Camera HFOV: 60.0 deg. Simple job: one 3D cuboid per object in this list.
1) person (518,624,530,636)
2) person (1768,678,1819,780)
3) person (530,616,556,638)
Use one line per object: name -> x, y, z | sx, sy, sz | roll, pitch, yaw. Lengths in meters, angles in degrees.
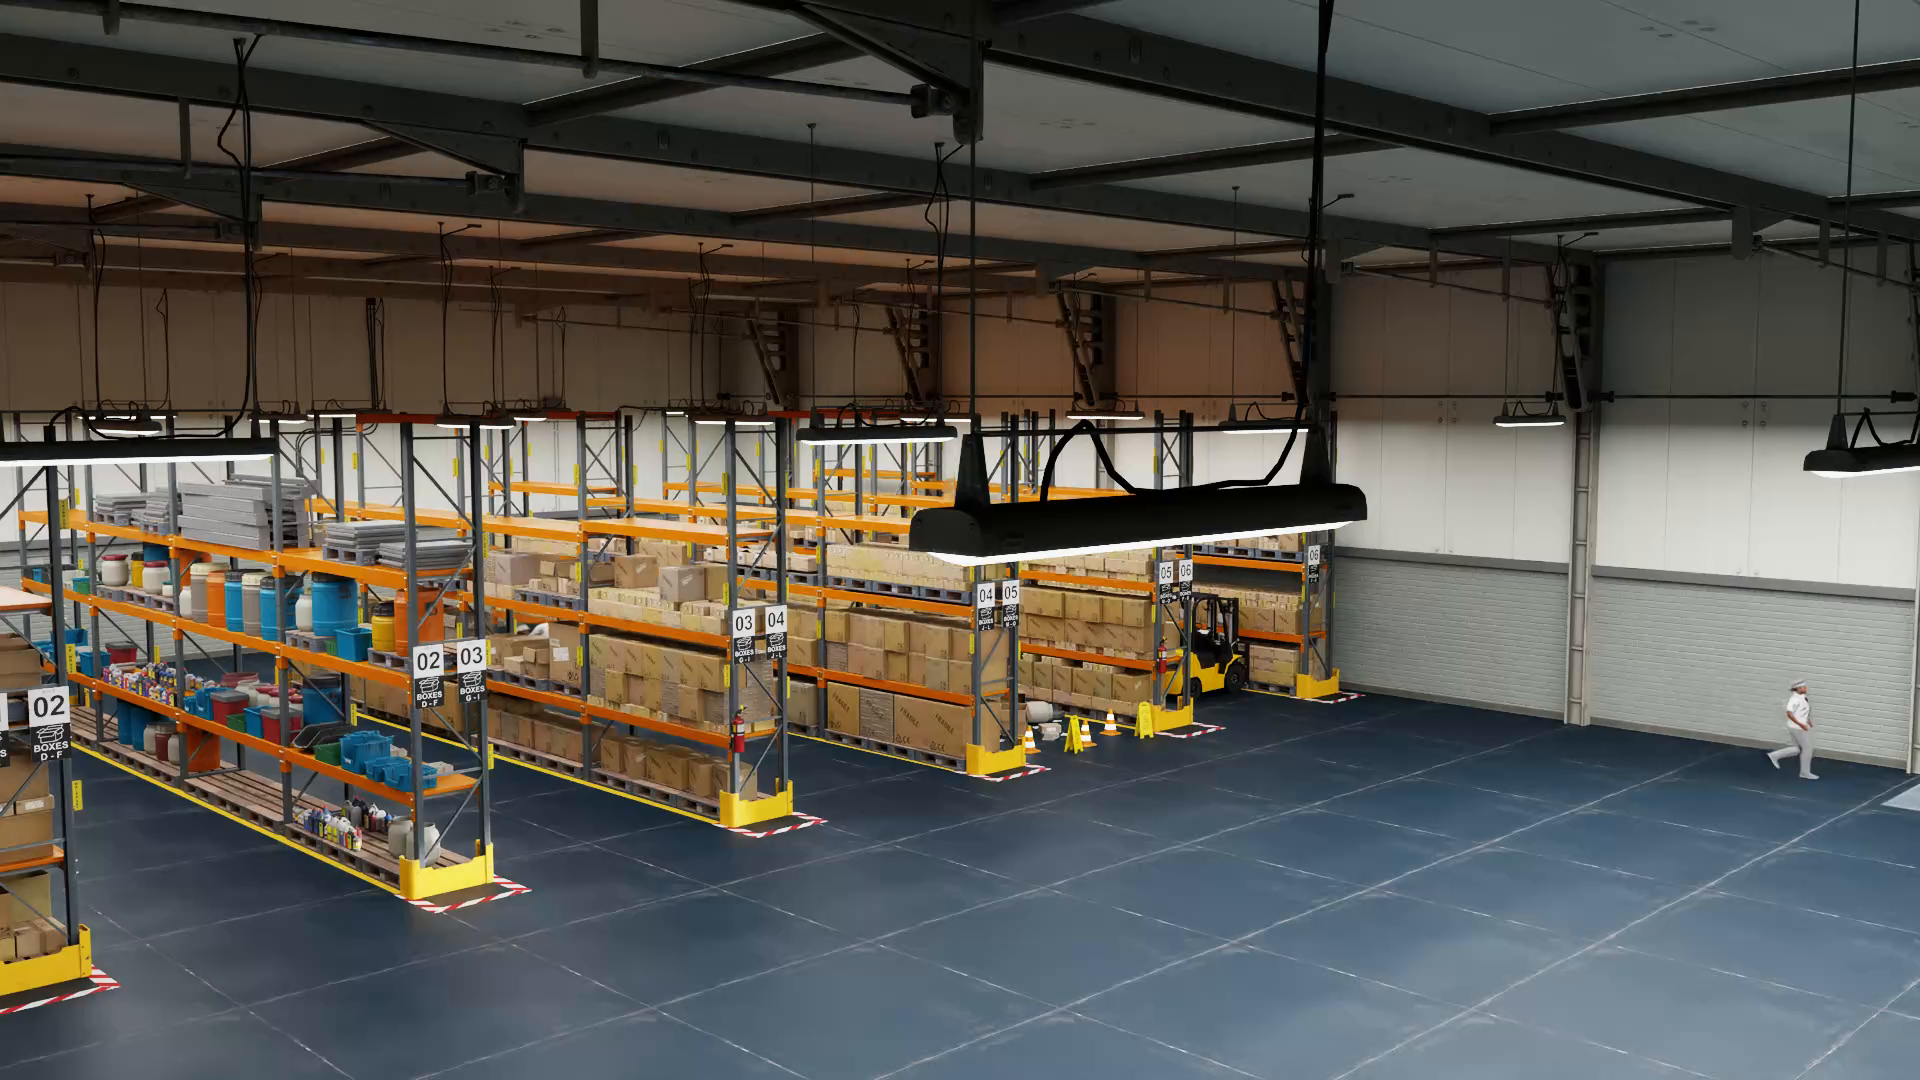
person -> -8.624, 2.583, 33.063 | 0.717, 1.824, 0.674 | 4, 7, 41
person -> 13.823, 3.105, 27.541 | 0.779, 1.673, 0.594 | 3, 6, 28
person -> -8.570, 2.451, 34.885 | 0.905, 1.743, 0.676 | 5, 7, 42
